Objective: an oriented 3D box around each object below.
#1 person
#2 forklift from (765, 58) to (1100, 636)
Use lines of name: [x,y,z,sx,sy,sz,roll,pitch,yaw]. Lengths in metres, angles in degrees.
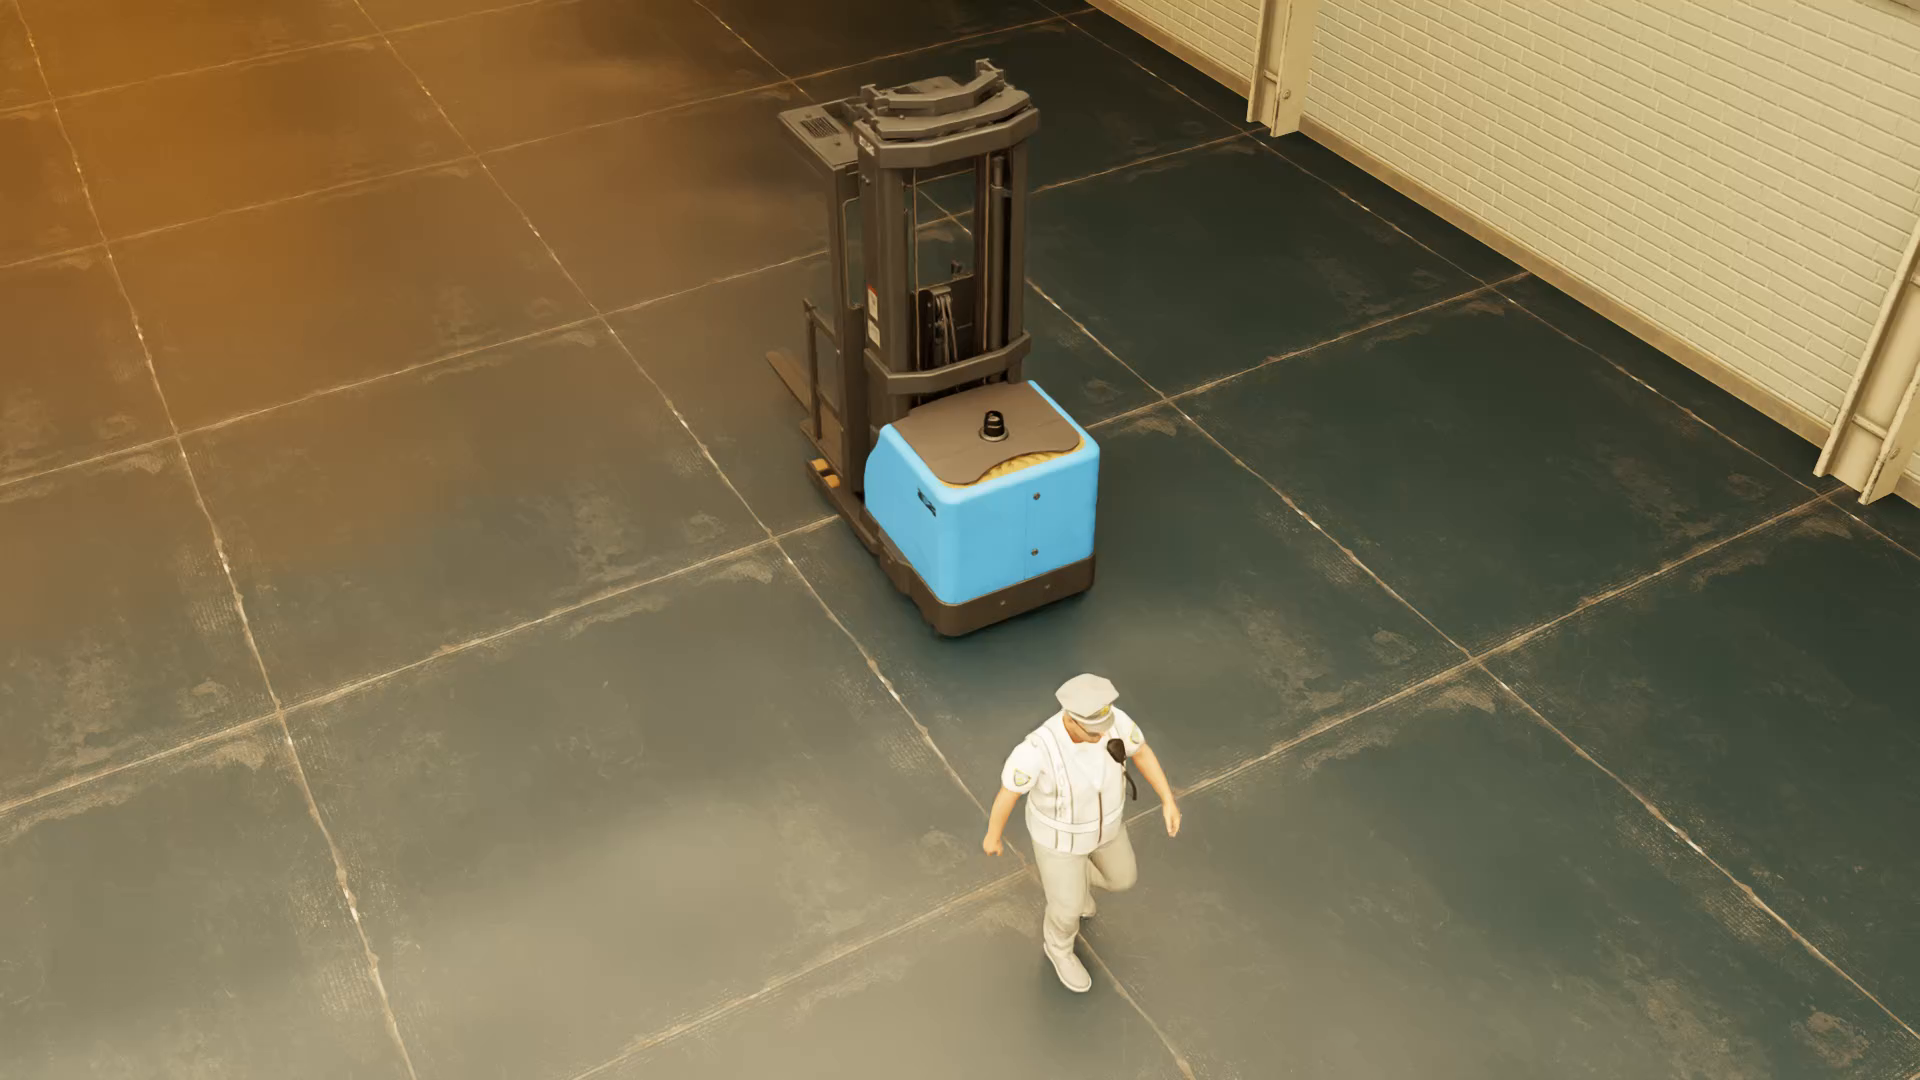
person: [0.520,1.269,7.452,0.792,1.730,0.576,-23,45,-25]
forklift: [-0.341,-1.503,9.849,1.130,2.935,3.031,-19,43,-21]
